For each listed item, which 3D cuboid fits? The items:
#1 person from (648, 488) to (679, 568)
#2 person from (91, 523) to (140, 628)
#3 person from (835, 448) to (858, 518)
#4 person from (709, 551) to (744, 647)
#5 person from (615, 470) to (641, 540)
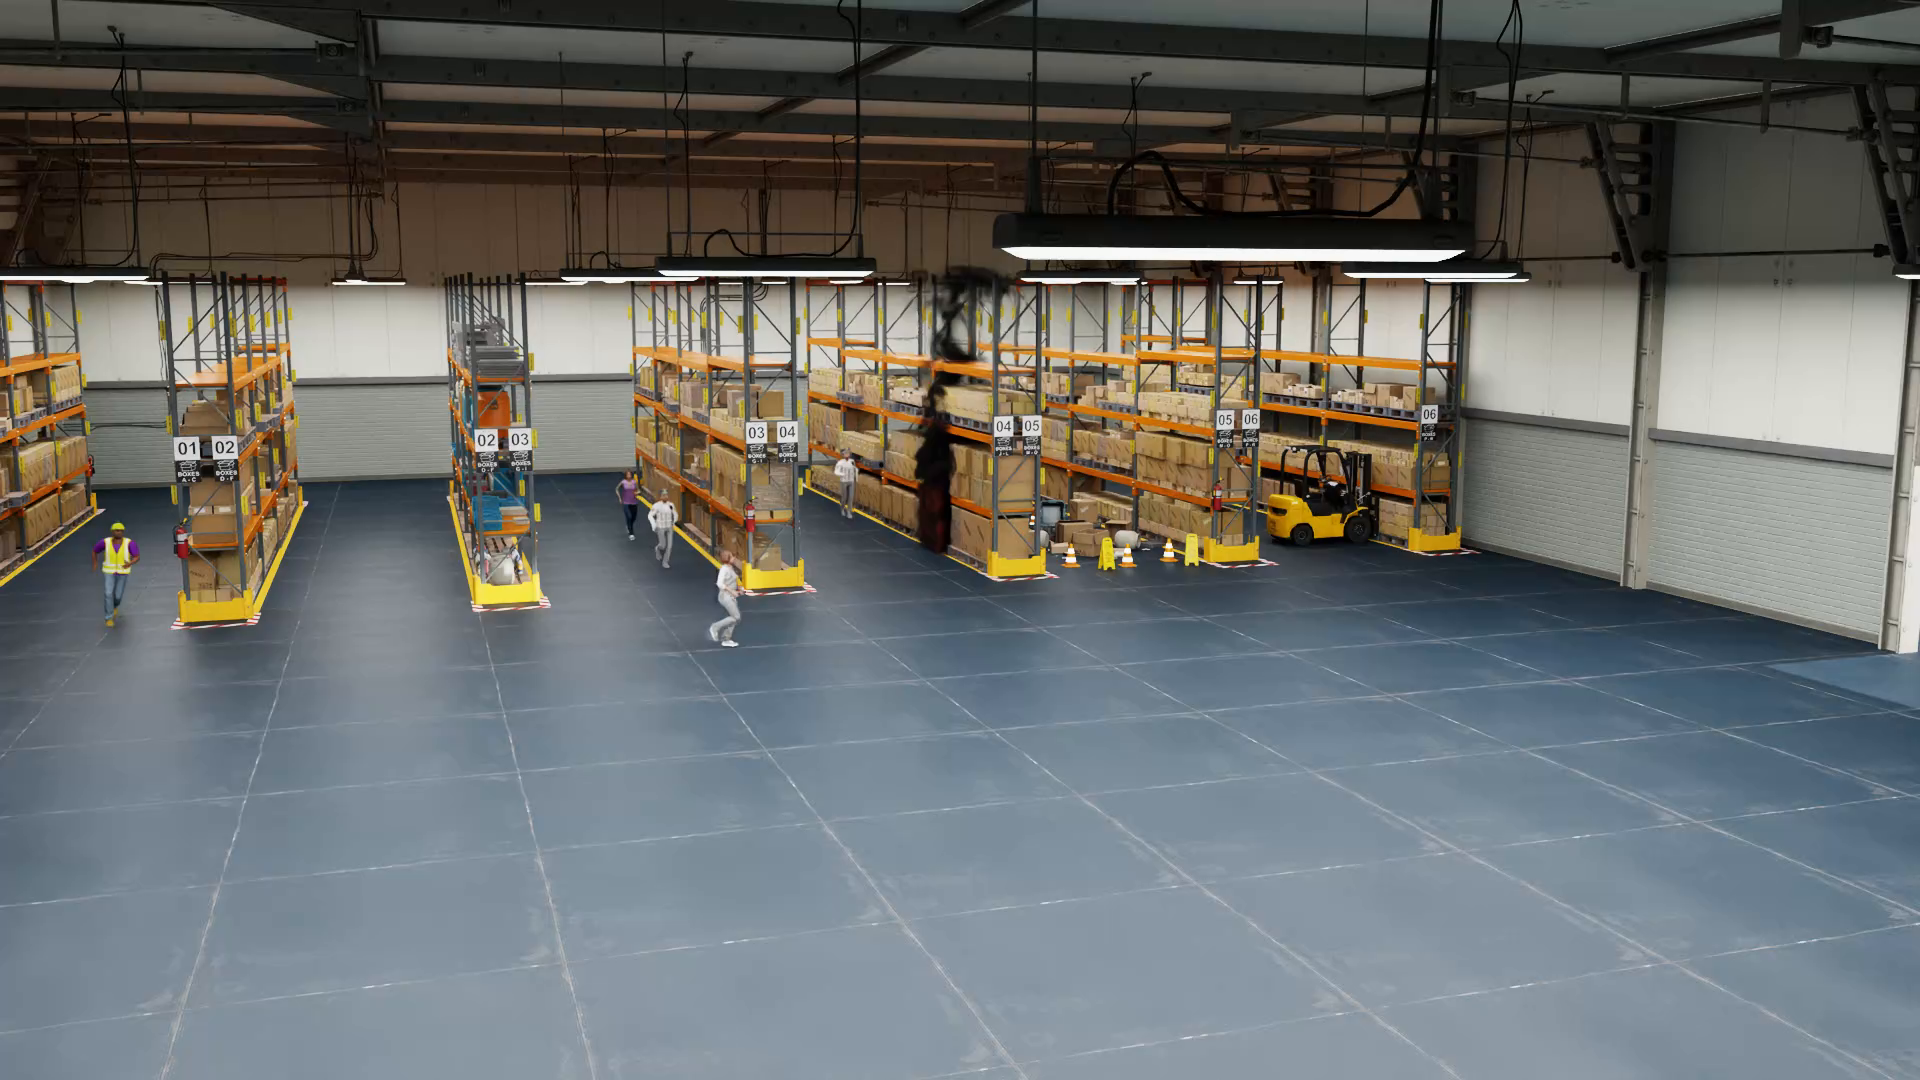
[{"bbox_3d":[-6.095,-0.250,34.329,0.618,1.652,0.550,-4,10,-25],"label":"person"},{"bbox_3d":[-14.521,0.574,28.638,0.738,1.765,0.877,-5,10,-28],"label":"person"},{"bbox_3d":[-2.687,-1.377,39.716,0.619,1.677,0.640,-3,9,-20],"label":"person"},{"bbox_3d":[-3.761,0.941,26.720,0.532,1.553,0.523,0,9,1],"label":"person"},{"bbox_3d":[-7.602,-0.825,38.192,0.543,1.576,0.877,-4,10,-26],"label":"person"}]
